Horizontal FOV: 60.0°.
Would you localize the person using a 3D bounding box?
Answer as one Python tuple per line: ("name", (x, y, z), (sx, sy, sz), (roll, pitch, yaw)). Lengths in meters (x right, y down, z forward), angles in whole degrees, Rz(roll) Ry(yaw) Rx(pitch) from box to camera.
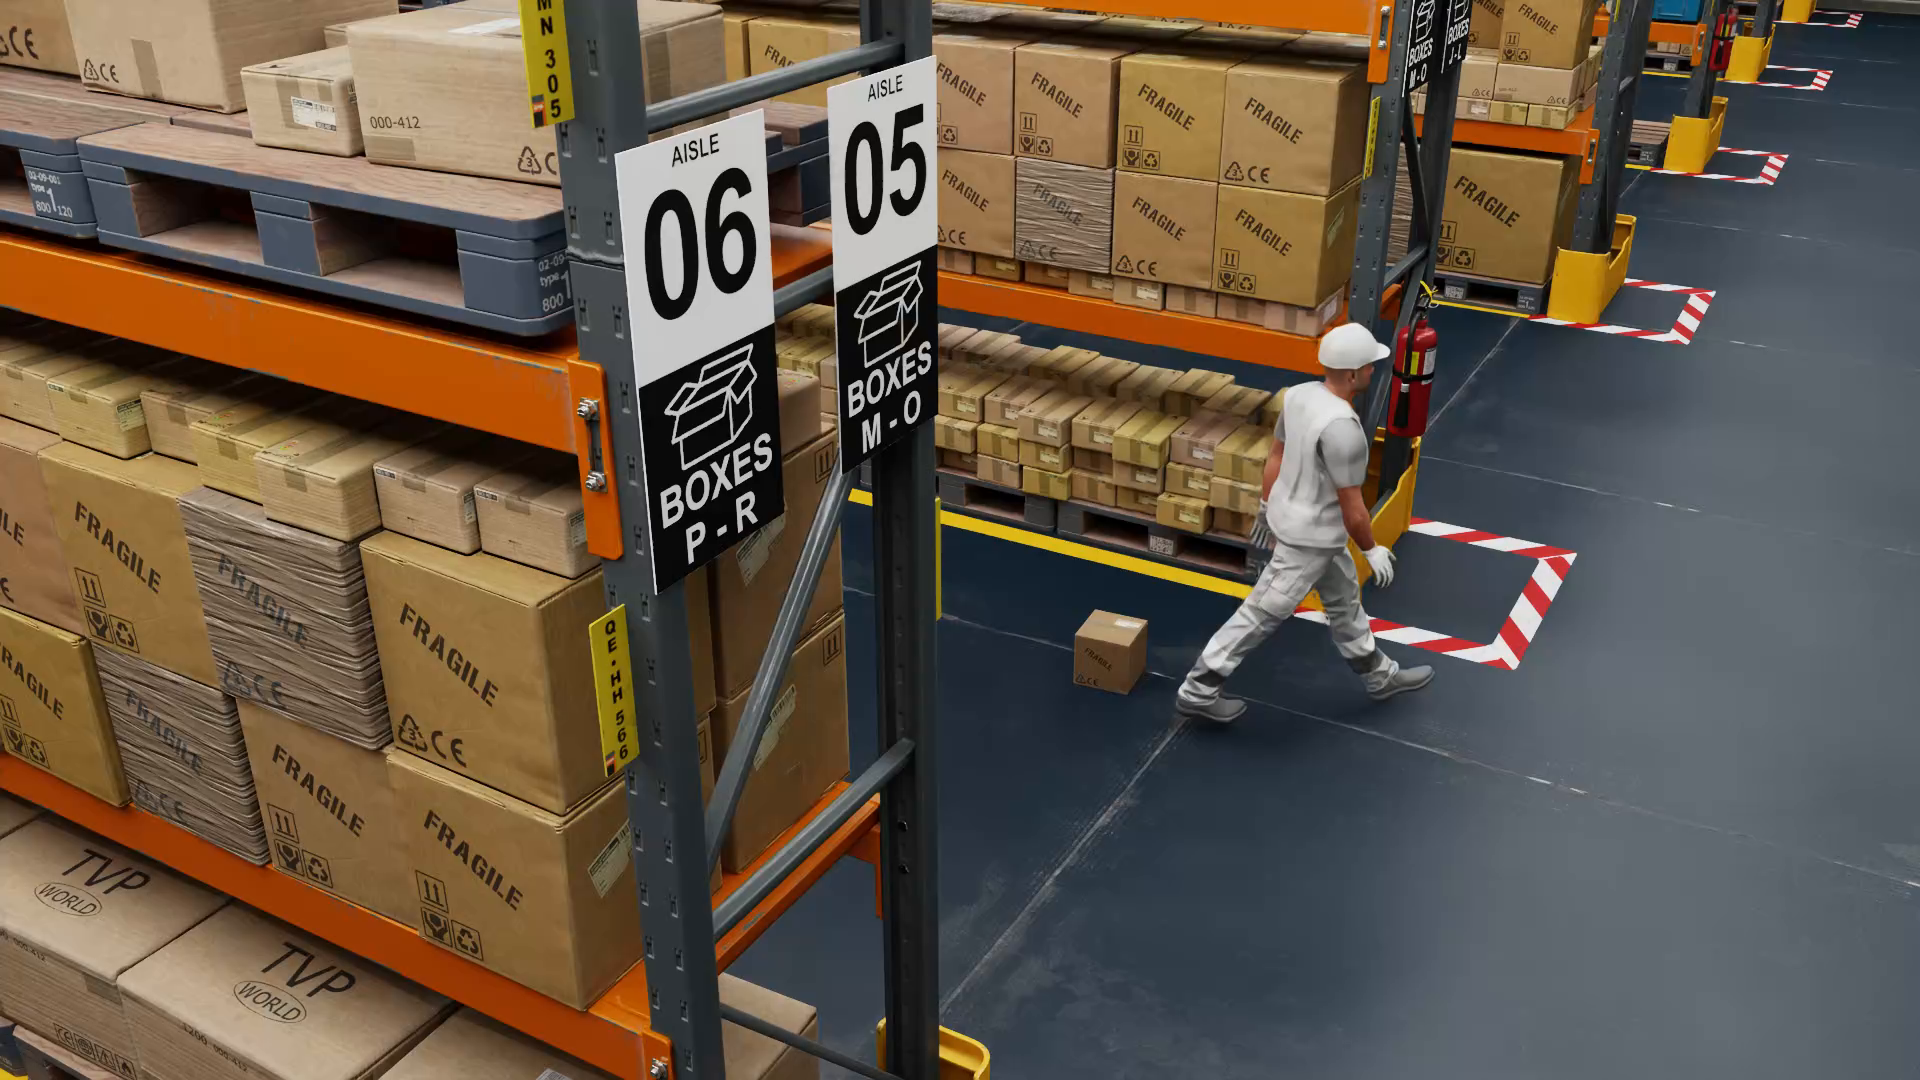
("person", (1.471, -0.044, 6.674), (1.146, 1.713, 0.541), (-1, 26, -2))
